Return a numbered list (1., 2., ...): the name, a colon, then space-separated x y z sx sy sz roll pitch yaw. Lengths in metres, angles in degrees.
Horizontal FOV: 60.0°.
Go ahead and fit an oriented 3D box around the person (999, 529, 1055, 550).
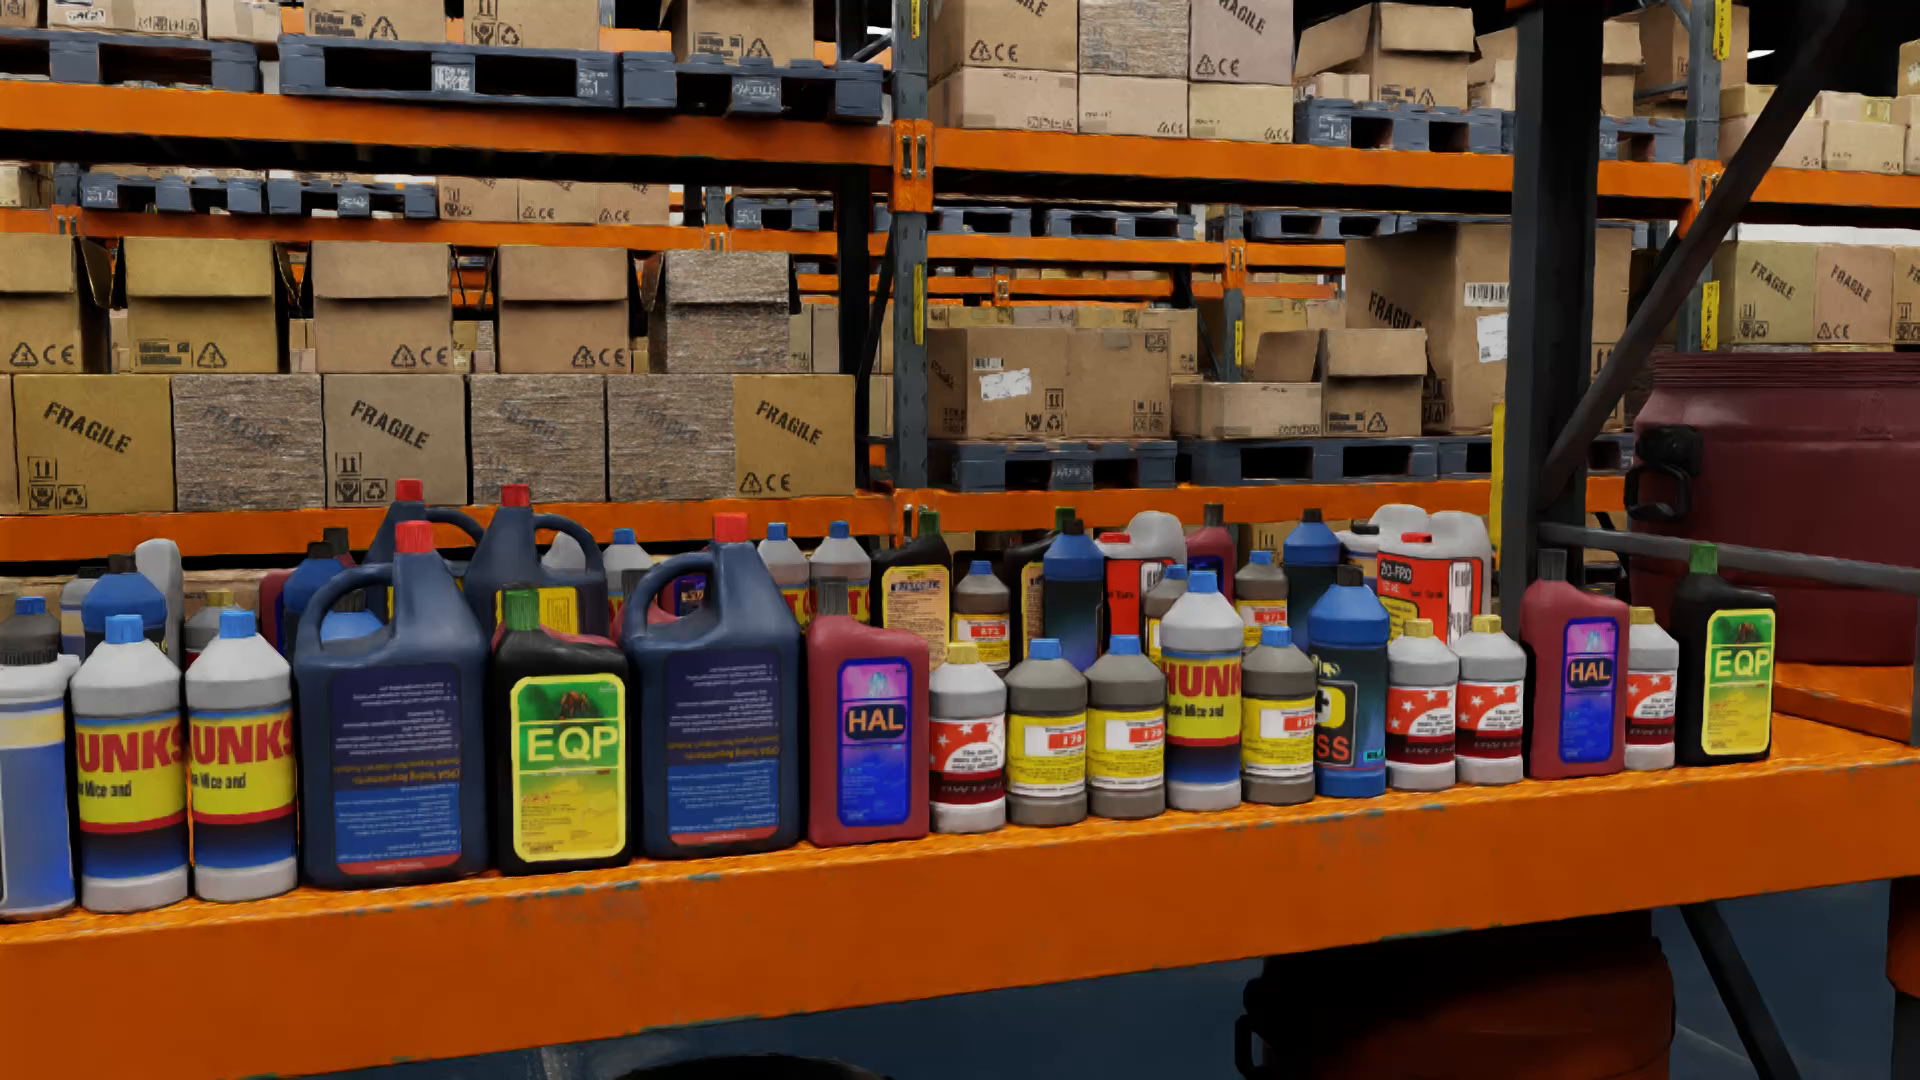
1. person: 0.401 -0.032 9.867 0.940 1.707 0.537 -1 6 -7
